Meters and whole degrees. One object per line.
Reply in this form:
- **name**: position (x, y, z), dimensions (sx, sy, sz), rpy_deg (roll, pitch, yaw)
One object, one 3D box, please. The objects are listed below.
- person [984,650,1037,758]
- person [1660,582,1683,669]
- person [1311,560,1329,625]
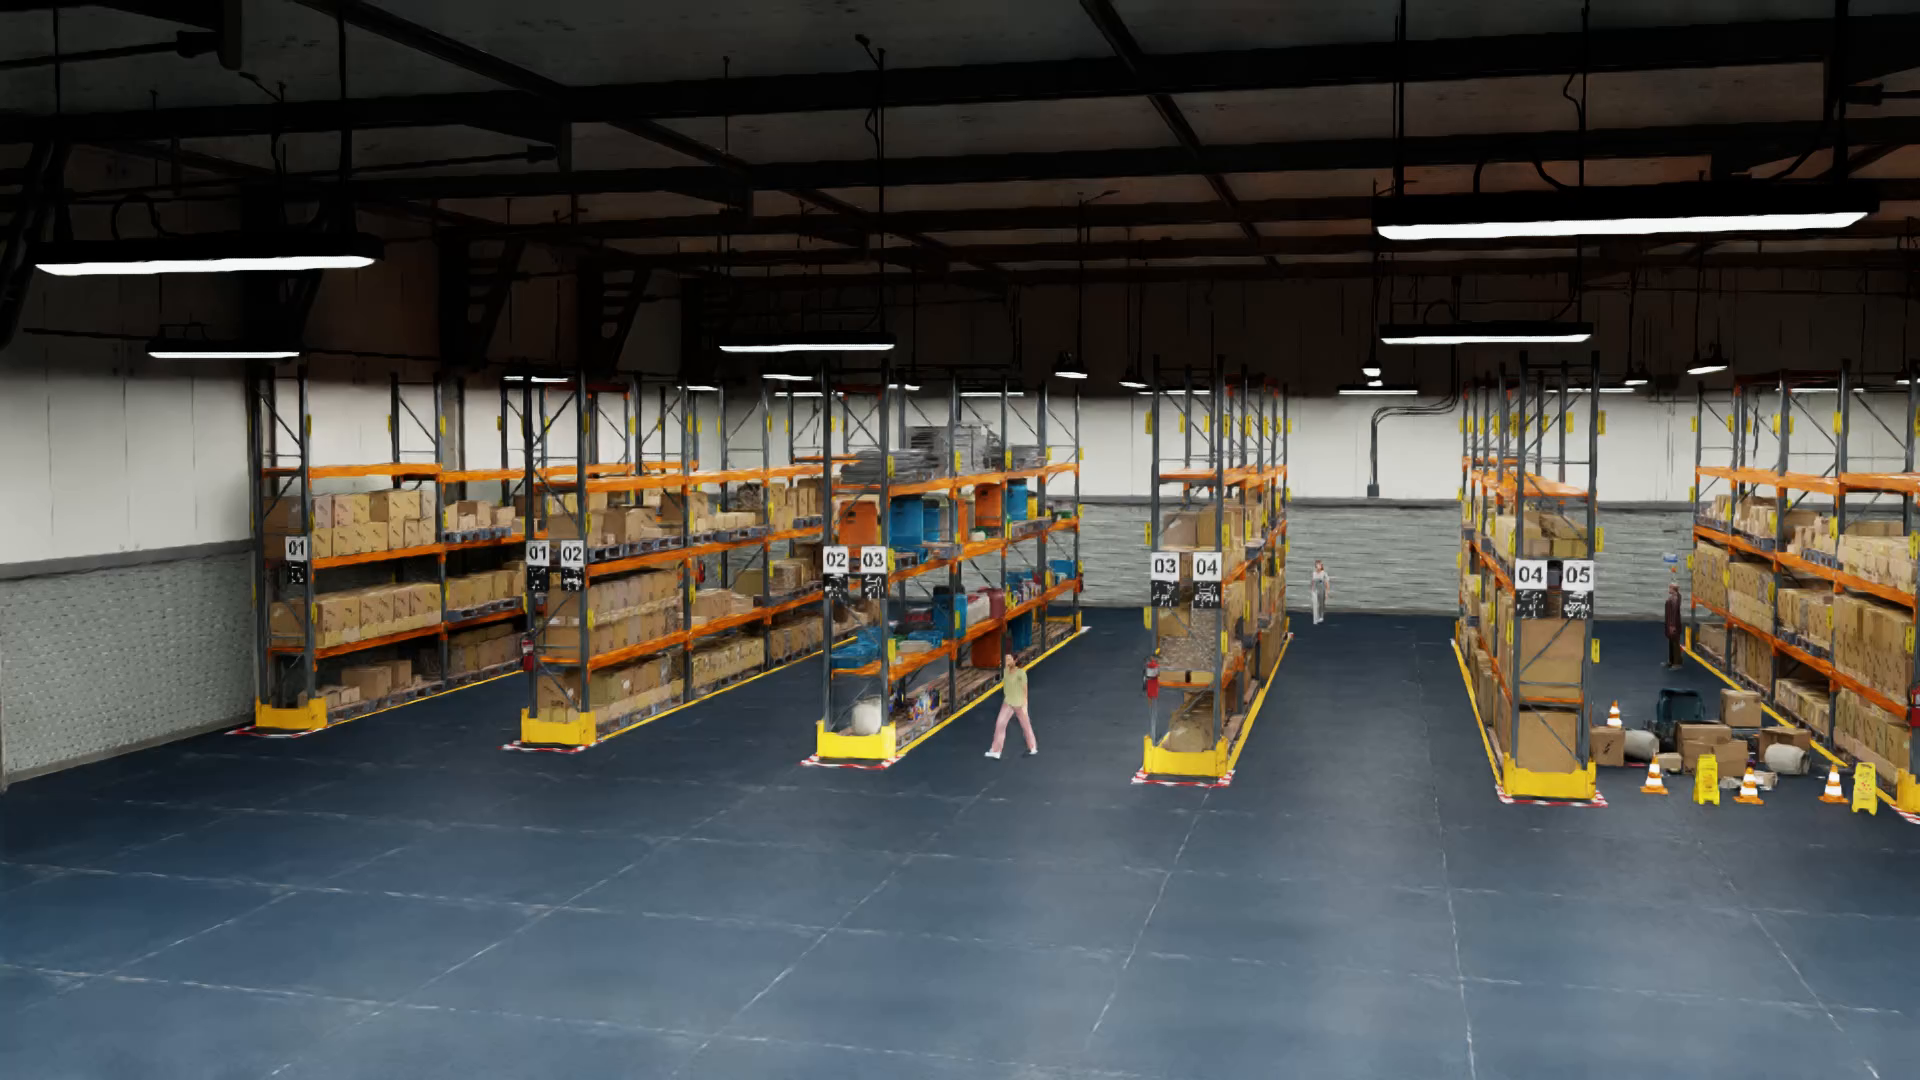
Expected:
- **person**: position (0.810, 2.464, 25.060), dimensions (0.482, 1.621, 0.949), rpy_deg (3, 5, 38)
- **person**: position (14.649, 1.743, 34.180), dimensions (0.442, 1.777, 0.694), rpy_deg (2, 4, 24)
- **person**: position (9.062, 1.304, 41.888), dimensions (0.455, 1.612, 1.019), rpy_deg (1, 4, 13)
